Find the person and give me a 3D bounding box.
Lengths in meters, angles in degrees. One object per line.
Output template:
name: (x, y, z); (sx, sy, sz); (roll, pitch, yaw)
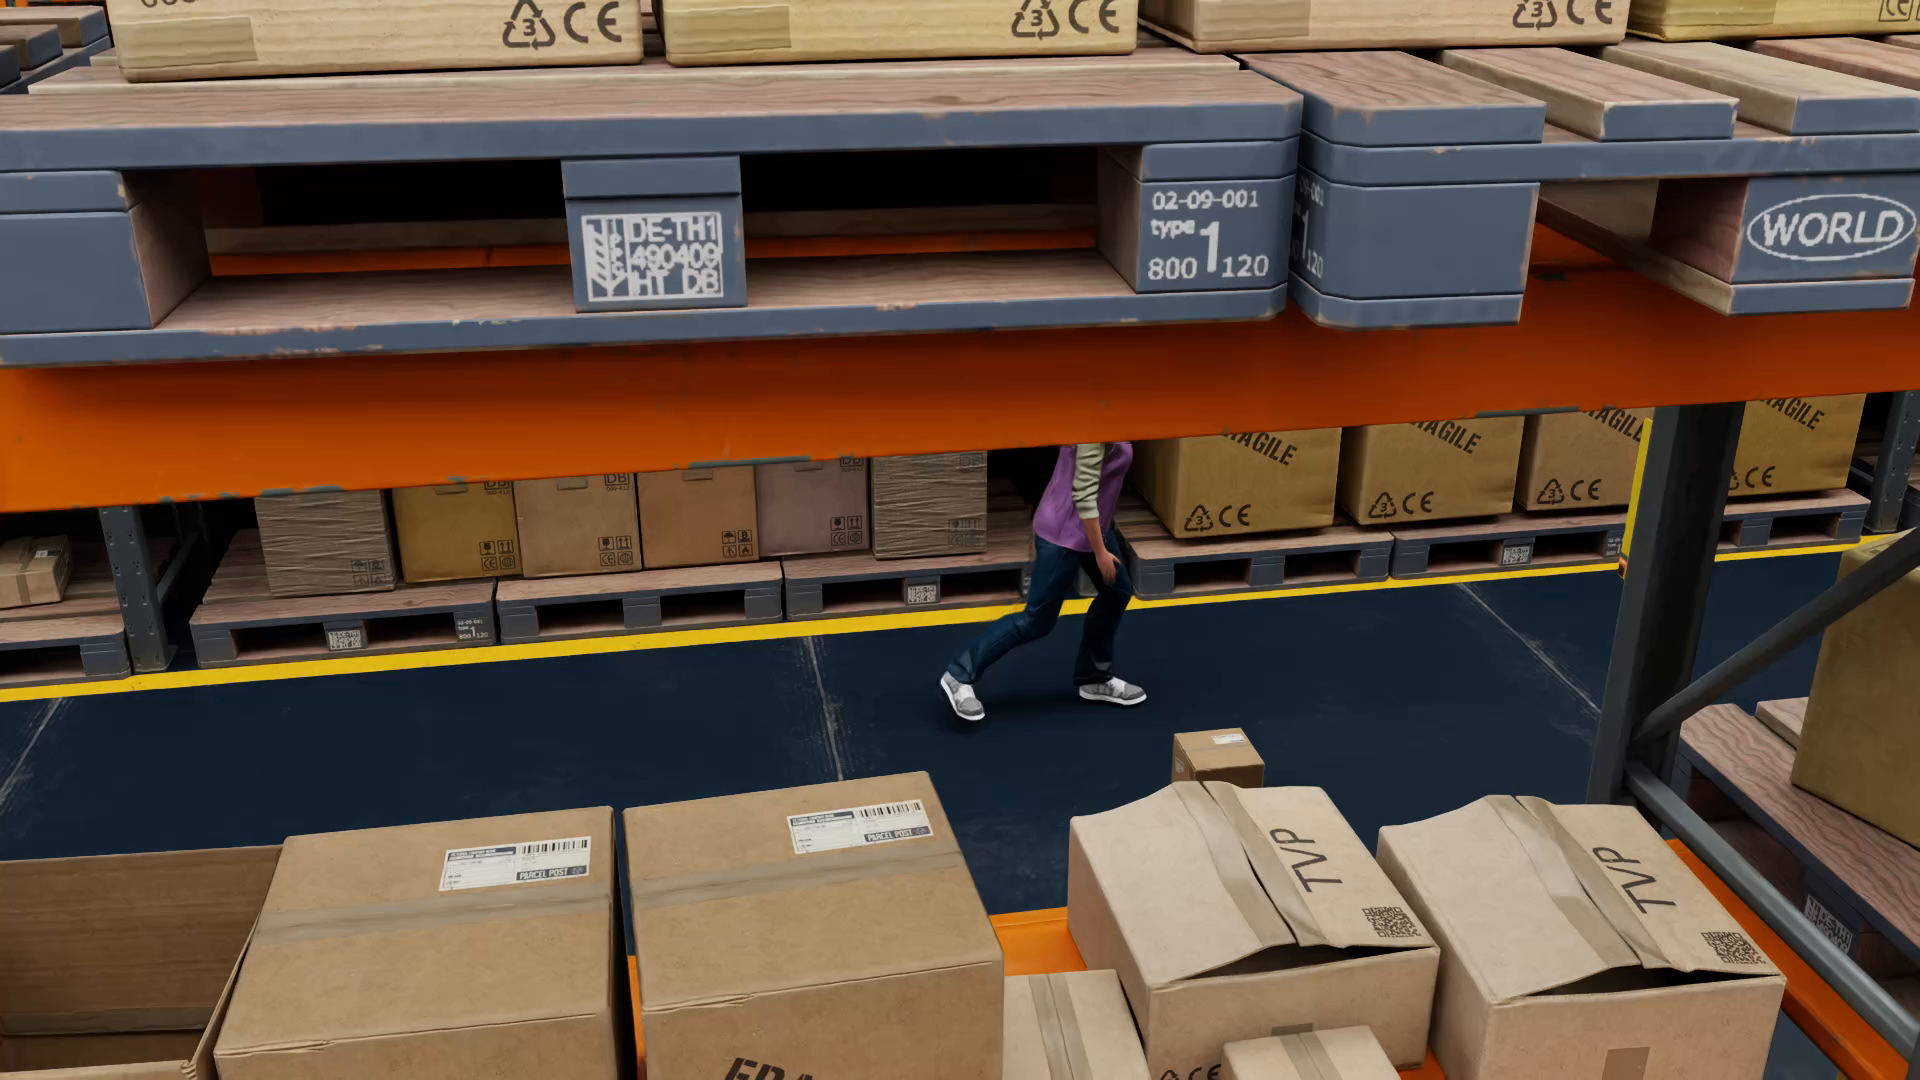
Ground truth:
person: (0.326, -0.032, 6.228); (0.788, 1.539, 0.485); (4, 24, 10)
